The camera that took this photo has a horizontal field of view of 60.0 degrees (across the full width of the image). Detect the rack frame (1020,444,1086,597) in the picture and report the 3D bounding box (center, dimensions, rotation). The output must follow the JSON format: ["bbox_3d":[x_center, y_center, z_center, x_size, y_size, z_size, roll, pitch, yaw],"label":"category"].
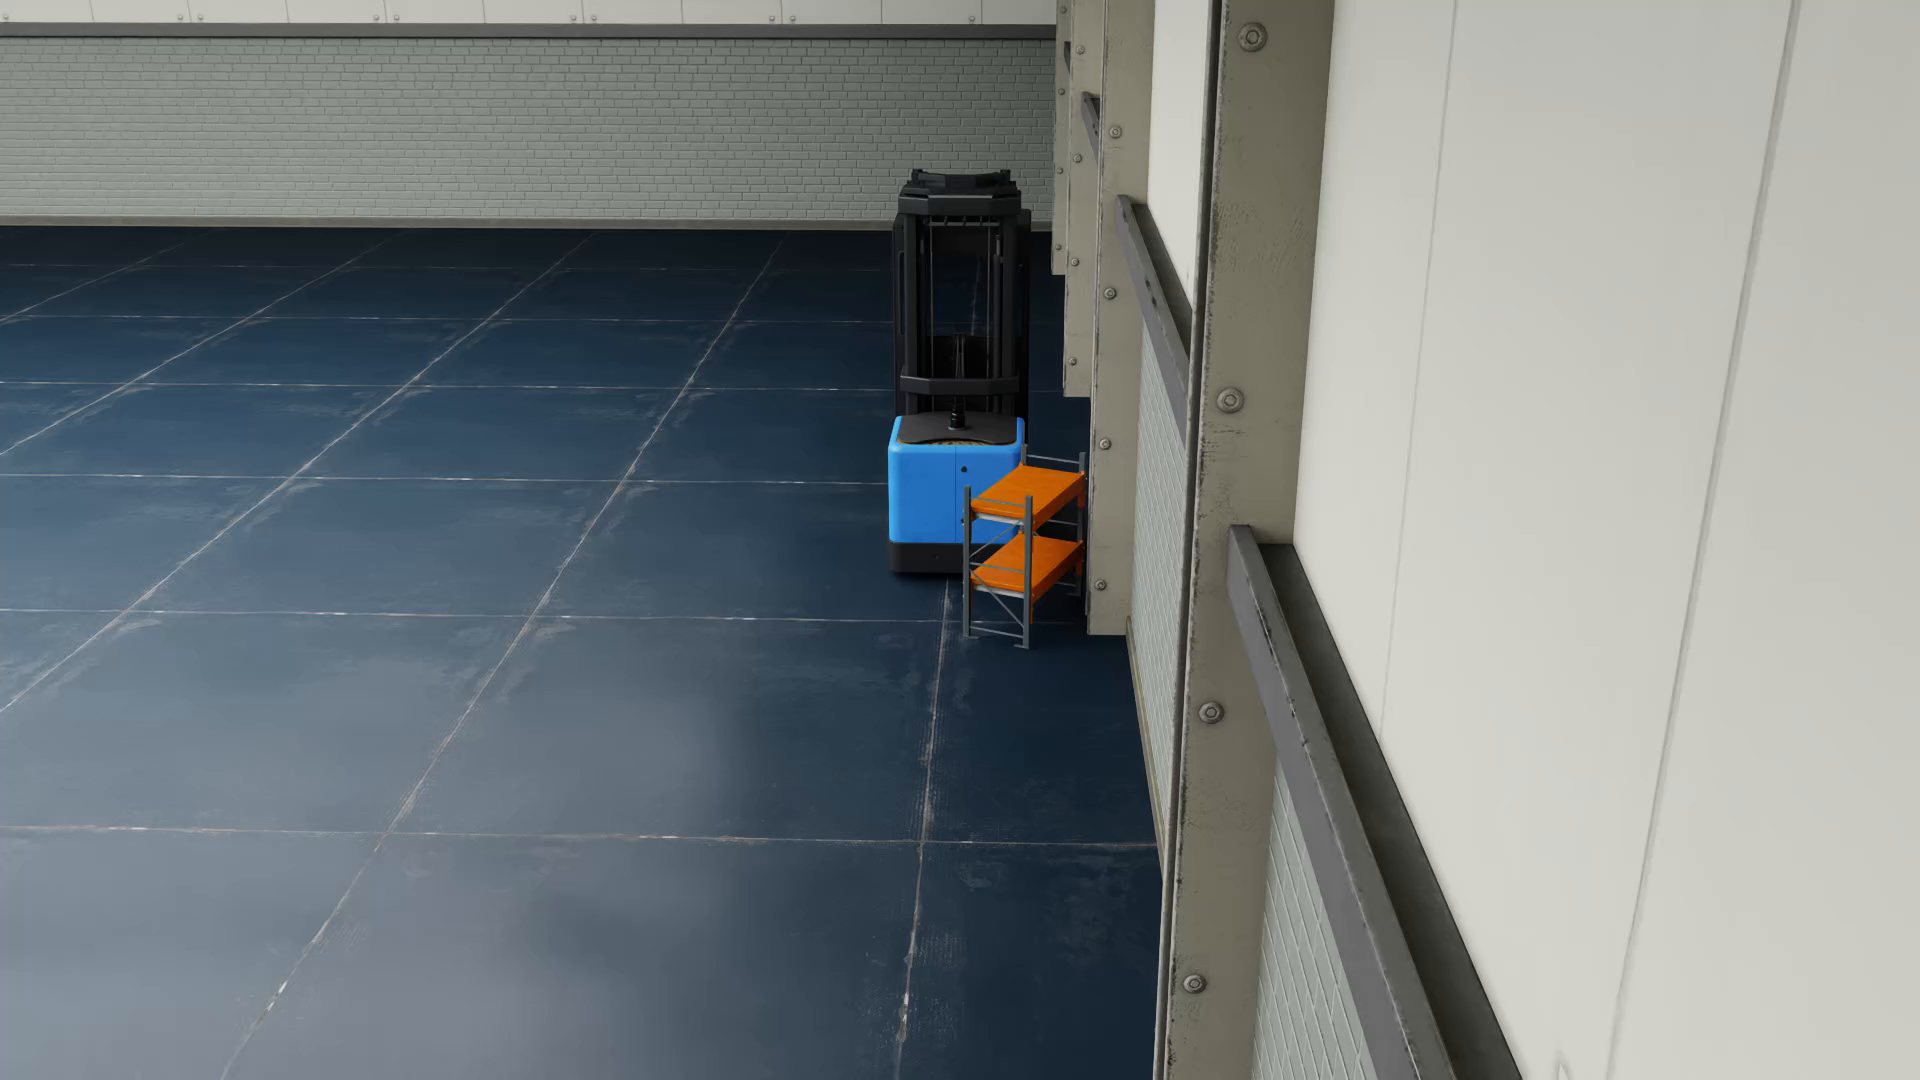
[{"bbox_3d":[0.683,-0.141,12.337,0.500,1.125,0.032,9,23,23],"label":"rack frame"}]

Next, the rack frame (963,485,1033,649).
[{"bbox_3d":[0.258,0.193,11.476,0.500,1.125,0.032,9,23,23],"label":"rack frame"}]

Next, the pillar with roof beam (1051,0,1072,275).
[{"bbox_3d":[-2.873,-7.981,21.658,9.100,9.000,0.400,1,21,2],"label":"pillar with roof beam"}]

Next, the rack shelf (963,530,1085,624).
[{"bbox_3d":[0.471,0.254,11.995,0.538,0.278,1.000,9,23,23],"label":"rack shelf"}]

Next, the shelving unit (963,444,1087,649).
[{"bbox_3d":[0.471,0.026,11.907,0.538,1.125,1.048,9,23,23],"label":"shelving unit"}]

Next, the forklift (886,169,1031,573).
[{"bbox_3d":[0.023,-1.594,13.586,1.130,2.935,3.031,1,21,2],"label":"forklift"}]

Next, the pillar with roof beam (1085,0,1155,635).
[{"bbox_3d":[-3.238,-3.642,10.476,9.100,9.000,0.400,1,21,2],"label":"pillar with roof beam"}]

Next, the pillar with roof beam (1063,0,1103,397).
[{"bbox_3d":[-3.056,-5.812,16.067,9.100,9.000,0.400,1,21,2],"label":"pillar with roof beam"}]

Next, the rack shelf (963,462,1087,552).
[{"bbox_3d":[0.471,-0.247,11.801,0.538,0.278,1.000,9,23,23],"label":"rack shelf"}]
